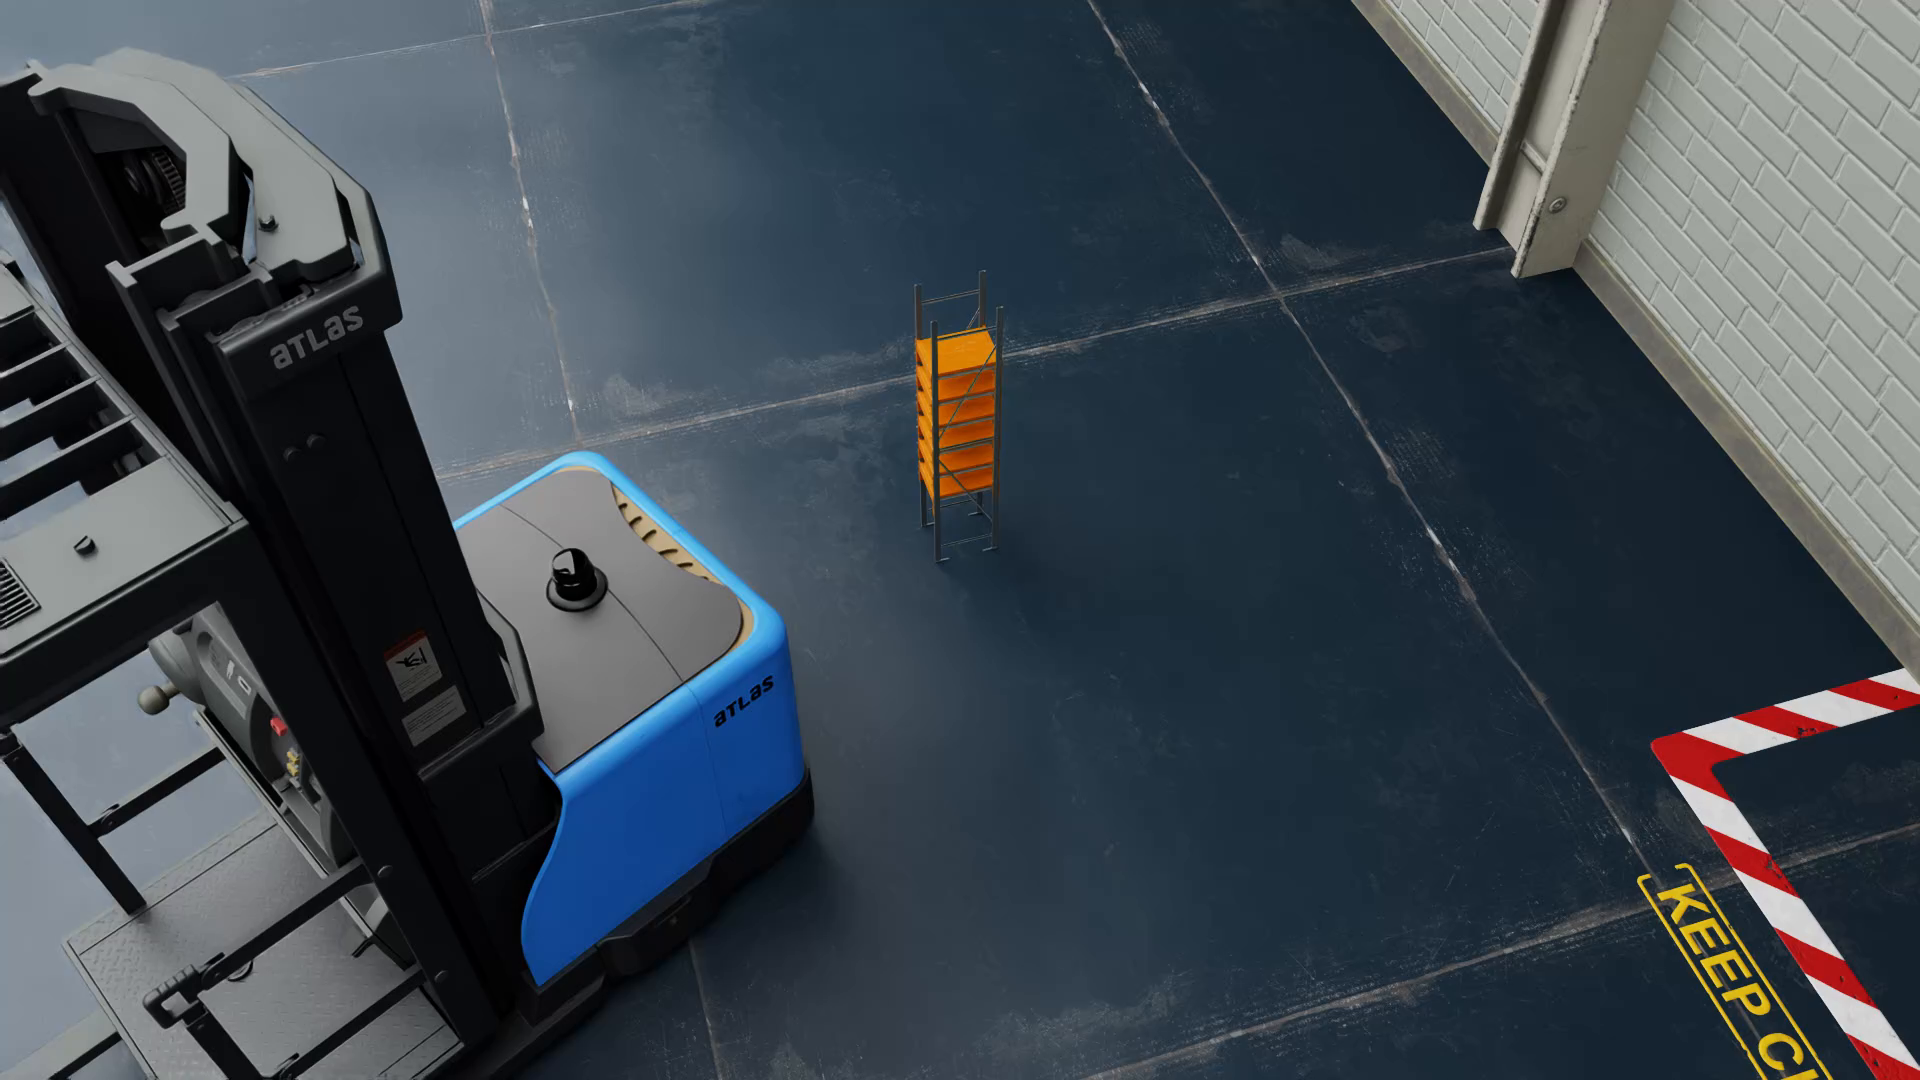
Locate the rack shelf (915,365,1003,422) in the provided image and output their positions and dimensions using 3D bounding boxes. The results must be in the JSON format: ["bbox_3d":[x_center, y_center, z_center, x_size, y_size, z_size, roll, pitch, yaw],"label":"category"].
[{"bbox_3d":[-0.004,-0.523,5.651,0.258,0.103,0.180,-13,51,-11],"label":"rack shelf"}]

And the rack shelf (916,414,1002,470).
[{"bbox_3d":[-0.004,-0.369,5.834,0.258,0.103,0.180,-13,51,-11],"label":"rack shelf"}]

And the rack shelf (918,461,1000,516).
[{"bbox_3d":[-0.004,-0.214,6.018,0.258,0.103,0.180,-13,51,-11],"label":"rack shelf"}]

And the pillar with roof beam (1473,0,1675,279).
[{"bbox_3d":[-1.613,-3.238,3.094,9.100,9.000,0.400,-13,51,-11],"label":"pillar with roof beam"}]

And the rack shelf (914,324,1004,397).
[{"bbox_3d":[-0.004,-0.601,5.559,0.258,0.103,0.180,-13,51,-11],"label":"rack shelf"}]

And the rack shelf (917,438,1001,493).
[{"bbox_3d":[-0.004,-0.291,5.926,0.258,0.103,0.180,-13,51,-11],"label":"rack shelf"}]

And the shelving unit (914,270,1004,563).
[{"bbox_3d":[-0.004,-0.397,5.800,0.258,1.200,0.189,-13,51,-11],"label":"shelving unit"}]

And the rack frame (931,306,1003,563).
[{"bbox_3d":[0.023,-0.330,5.744,0.240,1.200,0.006,-13,51,-11],"label":"rack frame"}]

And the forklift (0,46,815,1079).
[{"bbox_3d":[-1.887,0.493,3.918,3.031,2.935,1.130,-36,59,-26],"label":"forklift"}]

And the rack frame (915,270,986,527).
[{"bbox_3d":[-0.031,-0.464,5.857,0.240,1.200,0.006,-13,51,-11],"label":"rack frame"}]

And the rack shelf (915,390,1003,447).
[{"bbox_3d":[-0.004,-0.446,5.742,0.258,0.103,0.180,-13,51,-11],"label":"rack shelf"}]
